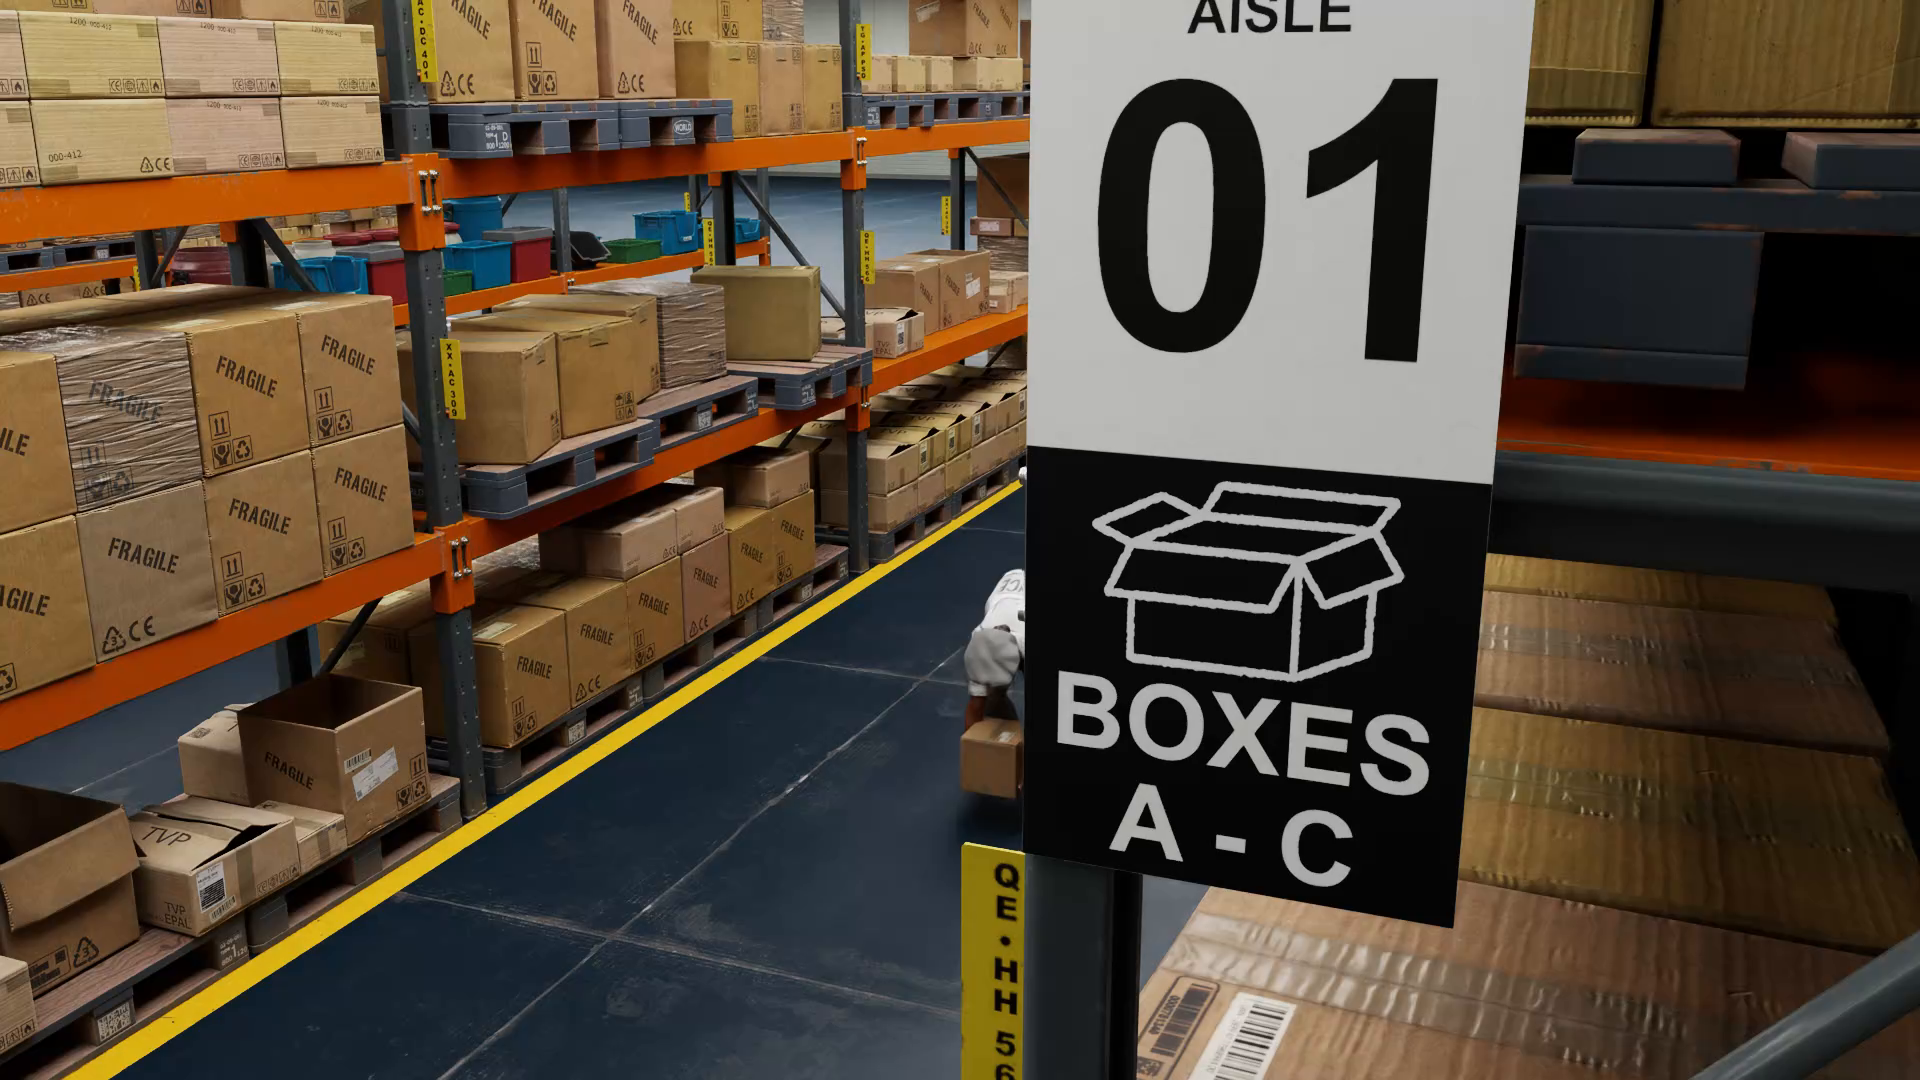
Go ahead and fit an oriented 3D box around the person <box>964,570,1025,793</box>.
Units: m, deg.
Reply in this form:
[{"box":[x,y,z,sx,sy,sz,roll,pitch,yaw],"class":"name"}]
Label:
[{"box":[0.266,0.677,7.358,0.449,0.987,0.927,5,16,18],"class":"person"}]
